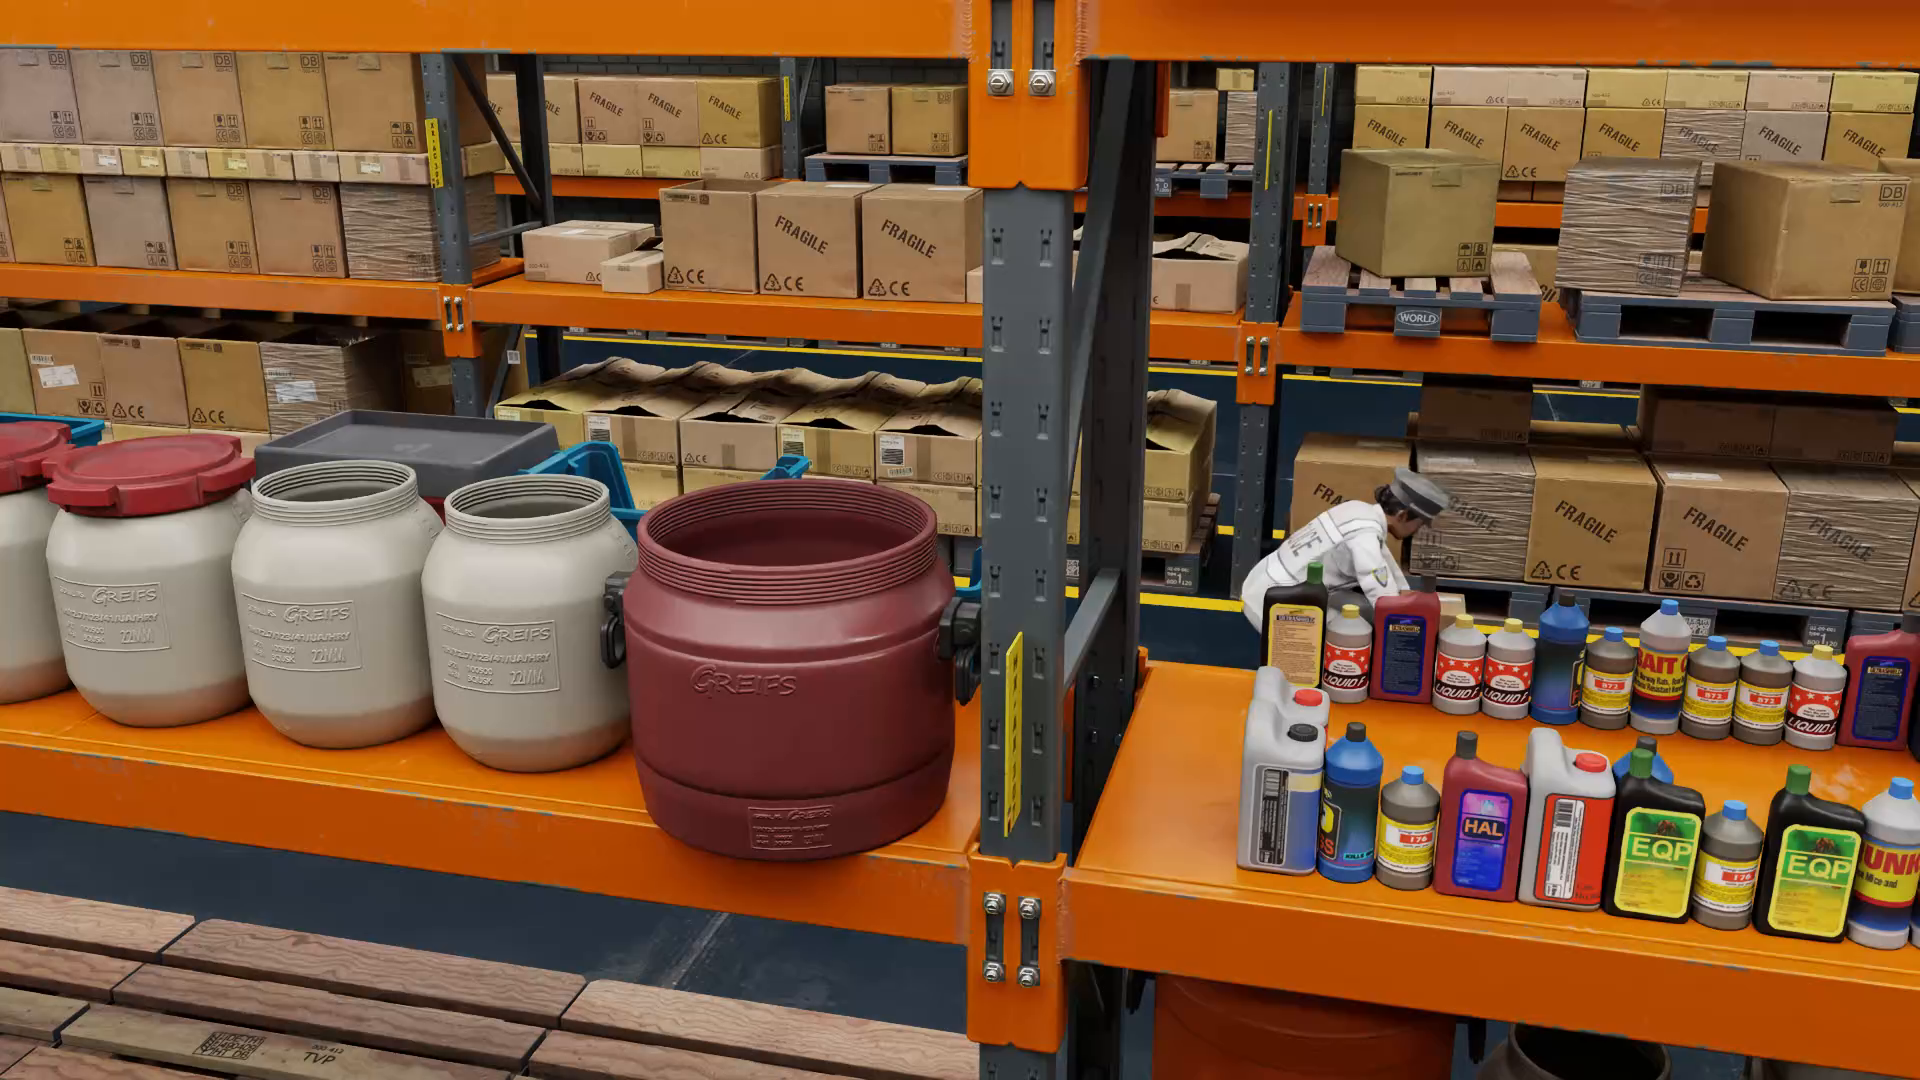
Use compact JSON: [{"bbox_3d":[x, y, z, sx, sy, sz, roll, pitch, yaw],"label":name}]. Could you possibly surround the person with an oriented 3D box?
[{"bbox_3d":[1.540,0.192,6.596,0.829,0.978,0.470,4,19,13],"label":"person"}]
